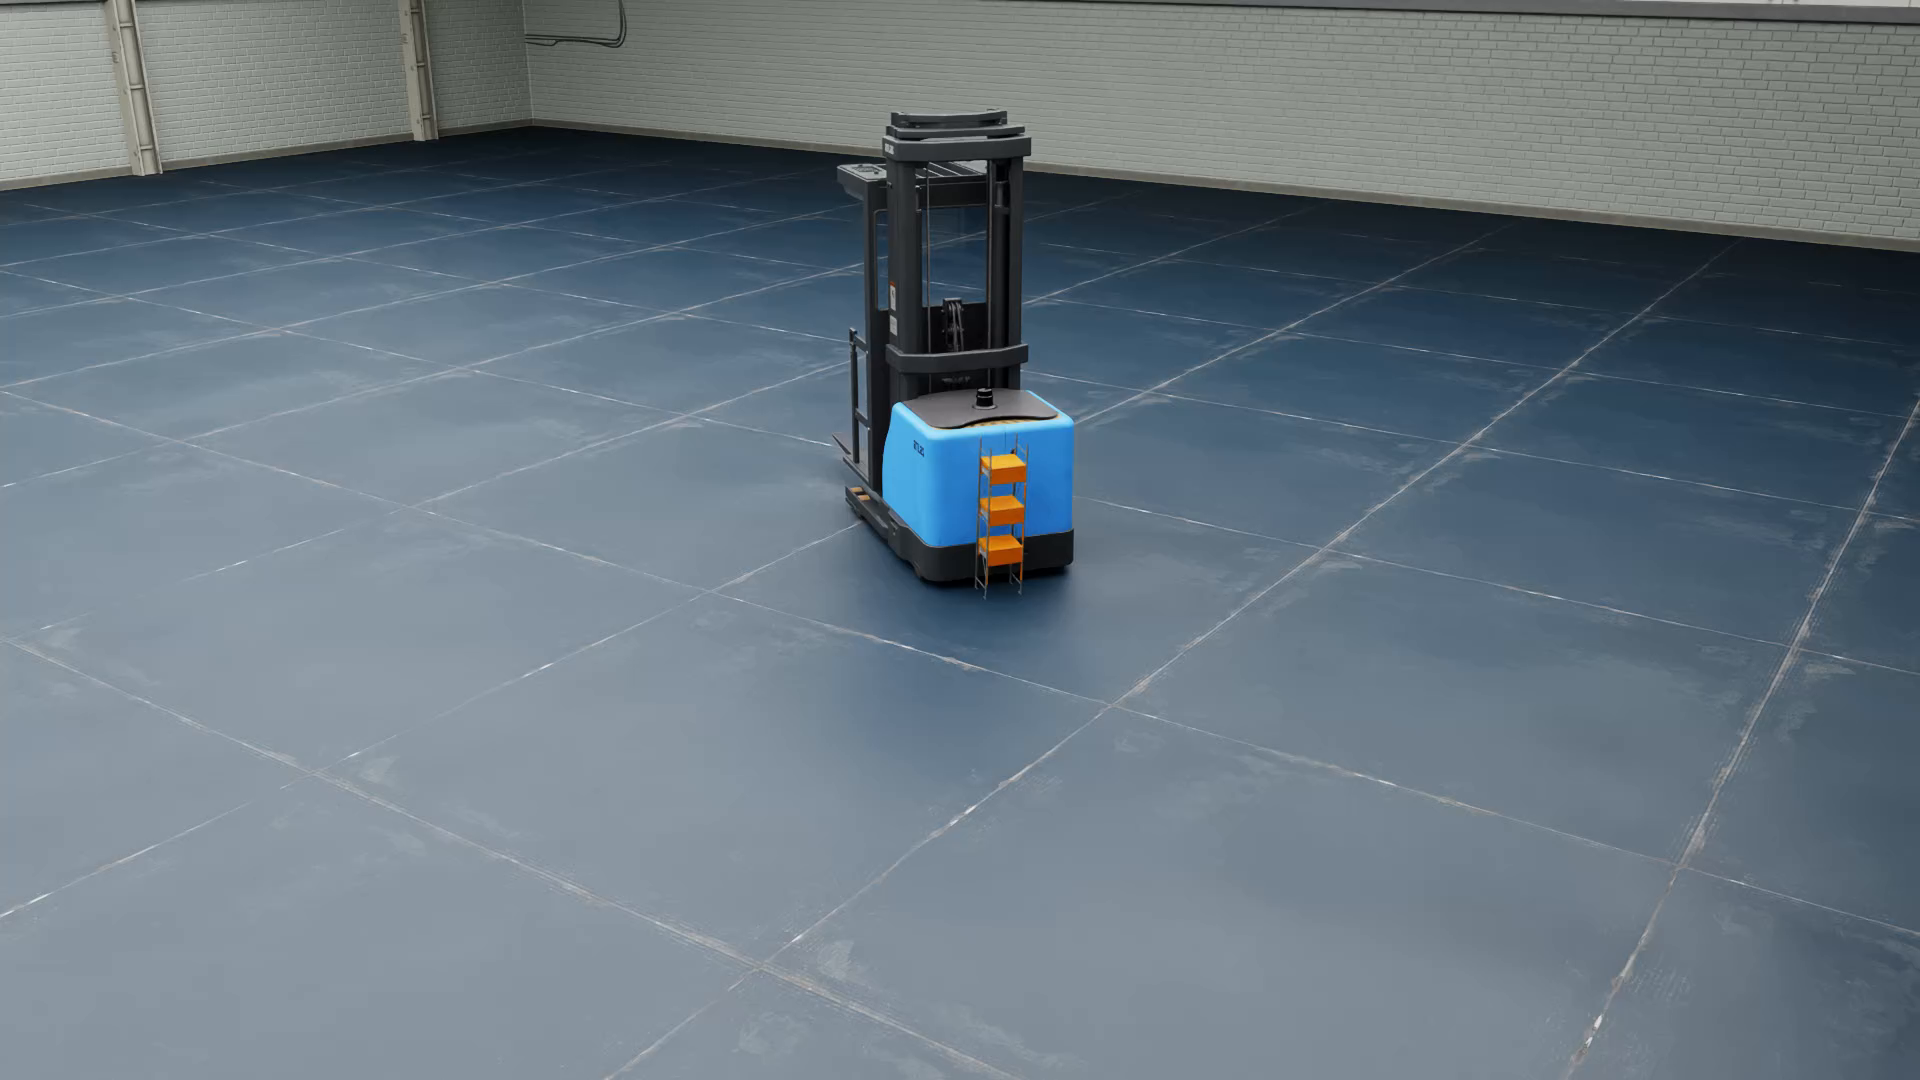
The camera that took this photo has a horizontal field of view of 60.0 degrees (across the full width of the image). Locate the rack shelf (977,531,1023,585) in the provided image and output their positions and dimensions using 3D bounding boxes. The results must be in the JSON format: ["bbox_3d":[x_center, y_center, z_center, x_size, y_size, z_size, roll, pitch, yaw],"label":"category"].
[{"bbox_3d":[0.254,0.117,10.742,0.240,0.259,0.215,-7,26,-19],"label":"rack shelf"}]

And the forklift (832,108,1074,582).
[{"bbox_3d":[-0.211,-1.581,11.814,1.130,2.935,3.031,-7,21,-18],"label":"forklift"}]

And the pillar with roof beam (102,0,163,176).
[{"bbox_3d":[-10.644,-9.783,25.242,9.100,9.000,0.400,13,24,32],"label":"pillar with roof beam"}]

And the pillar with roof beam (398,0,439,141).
[{"bbox_3d":[-7.271,-11.505,29.896,9.100,9.000,0.400,13,24,32],"label":"pillar with roof beam"}]

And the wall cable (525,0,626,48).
[{"bbox_3d":[-8.082,-11.475,34.292,3.097,2.526,0.112,13,24,32],"label":"wall cable"}]

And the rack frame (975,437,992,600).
[{"bbox_3d":[0.147,-0.131,10.584,0.008,1.050,0.200,-7,26,-19],"label":"rack frame"}]

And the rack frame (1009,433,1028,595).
[{"bbox_3d":[0.376,-0.160,10.662,0.008,1.050,0.200,-7,26,-19],"label":"rack frame"}]

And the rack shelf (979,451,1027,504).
[{"bbox_3d":[0.268,-0.394,10.510,0.240,0.259,0.215,-7,26,-19],"label":"rack shelf"}]

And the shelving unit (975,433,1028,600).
[{"bbox_3d":[0.262,-0.145,10.623,0.252,1.050,0.215,-7,26,-19],"label":"shelving unit"}]

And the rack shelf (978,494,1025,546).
[{"bbox_3d":[0.261,-0.136,10.627,0.240,0.259,0.215,-7,26,-19],"label":"rack shelf"}]
